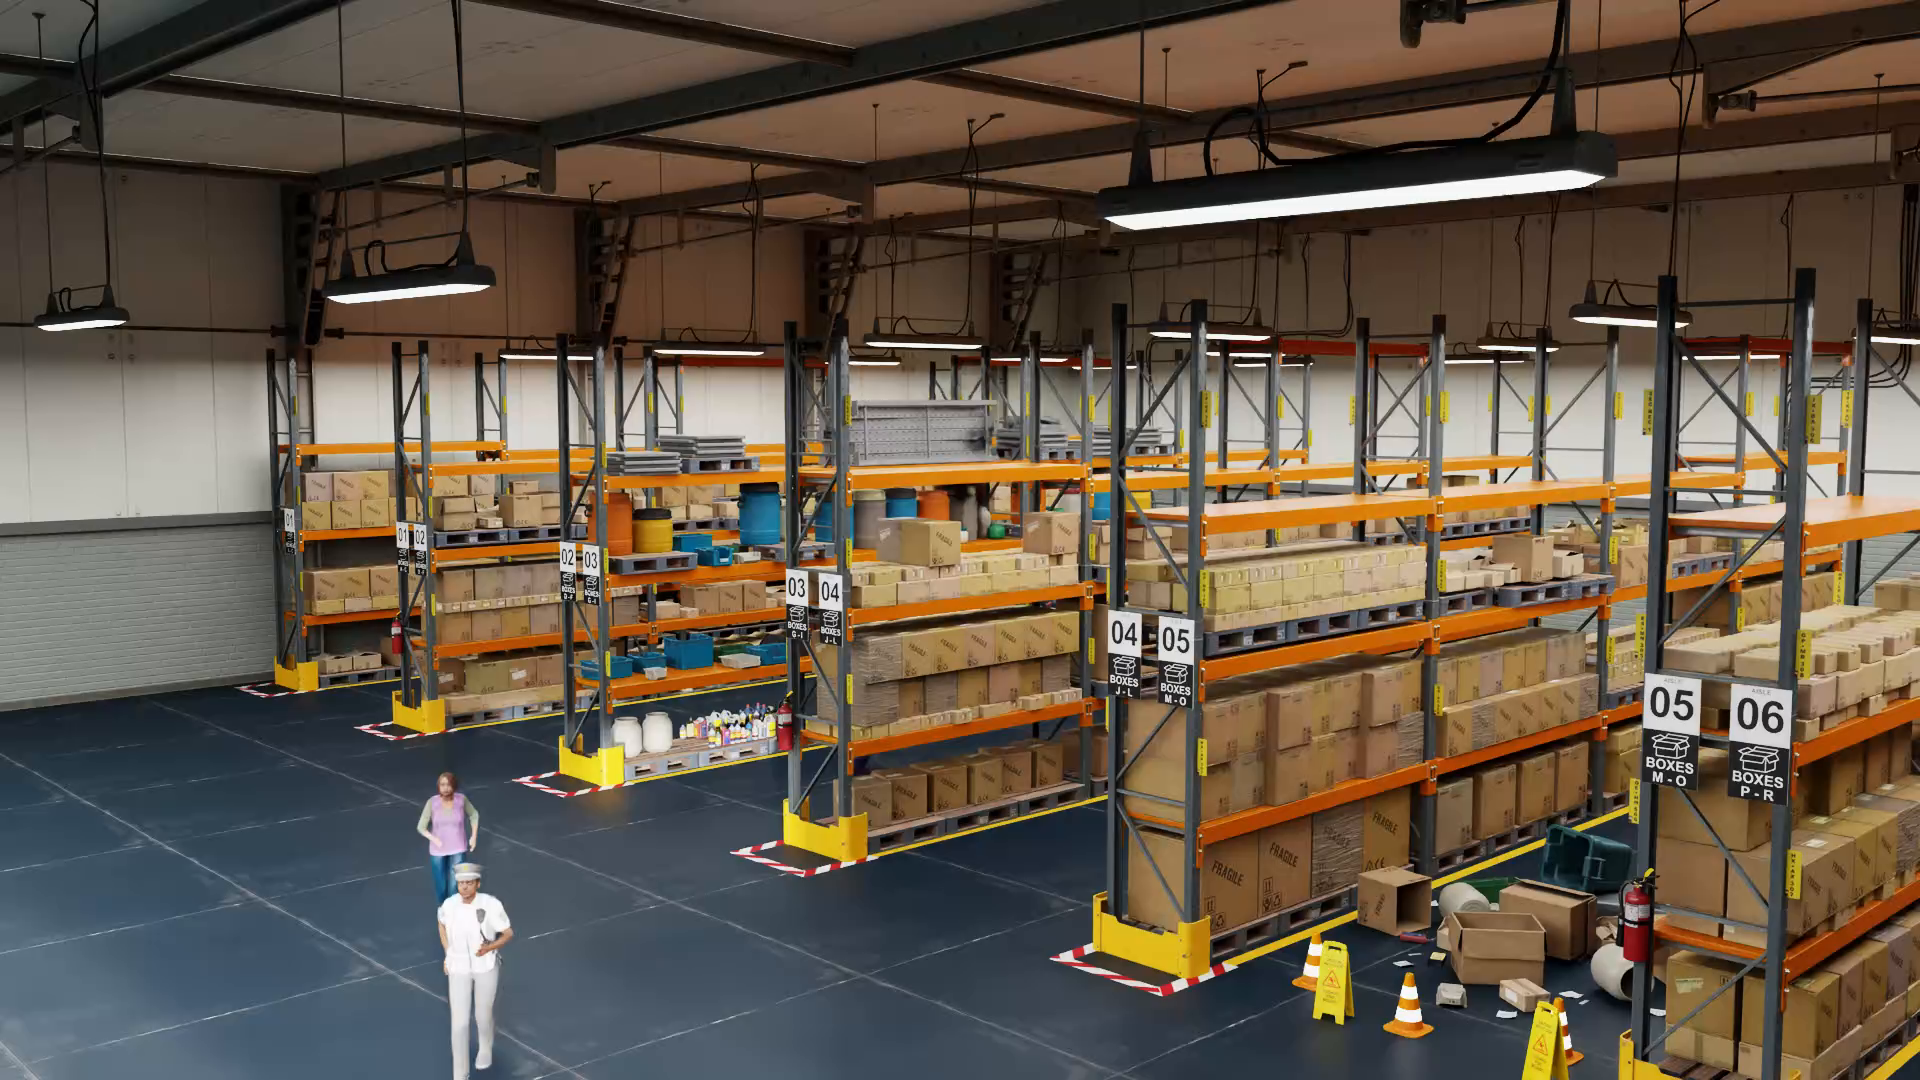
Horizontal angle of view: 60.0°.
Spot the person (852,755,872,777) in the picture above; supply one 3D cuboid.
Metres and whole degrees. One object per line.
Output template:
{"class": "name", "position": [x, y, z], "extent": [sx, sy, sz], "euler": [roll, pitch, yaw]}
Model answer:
{"class": "person", "position": [-1.277, 2.543, 21.085], "extent": [0.546, 1.612, 0.609], "euler": [-5, 7, -45]}

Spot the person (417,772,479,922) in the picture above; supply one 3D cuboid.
{"class": "person", "position": [-4.883, 2.997, 15.898], "extent": [0.565, 1.613, 0.770], "euler": [-1, 5, -16]}

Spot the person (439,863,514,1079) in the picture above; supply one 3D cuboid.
{"class": "person", "position": [-3.631, 3.242, 12.483], "extent": [0.570, 1.752, 0.762], "euler": [-1, 5, -9]}
